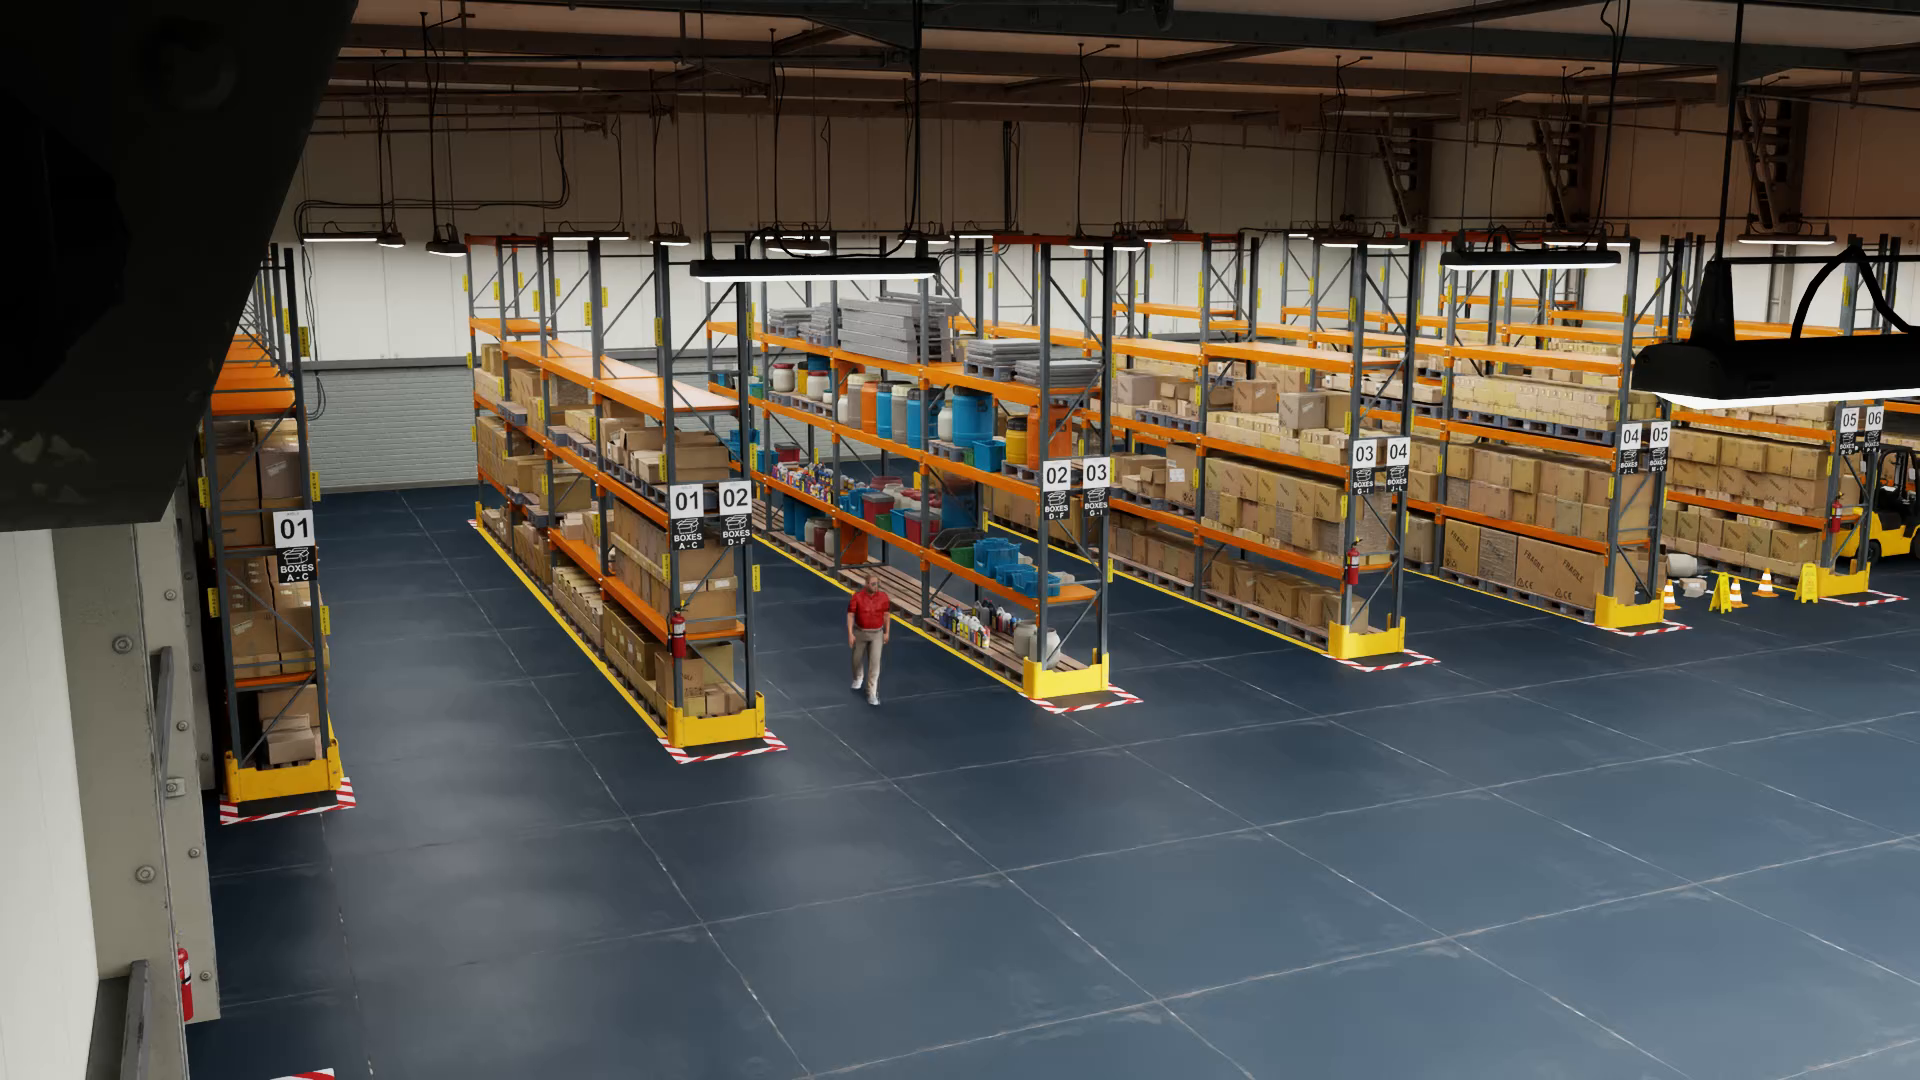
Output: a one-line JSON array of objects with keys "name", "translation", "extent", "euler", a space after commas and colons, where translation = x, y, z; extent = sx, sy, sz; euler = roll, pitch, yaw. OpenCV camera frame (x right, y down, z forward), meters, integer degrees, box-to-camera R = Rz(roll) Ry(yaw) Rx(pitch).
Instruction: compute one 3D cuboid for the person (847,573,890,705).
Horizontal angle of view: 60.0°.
[{"name": "person", "translation": [-1.209, 1.274, 22.125], "extent": [0.618, 1.684, 0.961], "euler": [-3, 11, -14]}]
